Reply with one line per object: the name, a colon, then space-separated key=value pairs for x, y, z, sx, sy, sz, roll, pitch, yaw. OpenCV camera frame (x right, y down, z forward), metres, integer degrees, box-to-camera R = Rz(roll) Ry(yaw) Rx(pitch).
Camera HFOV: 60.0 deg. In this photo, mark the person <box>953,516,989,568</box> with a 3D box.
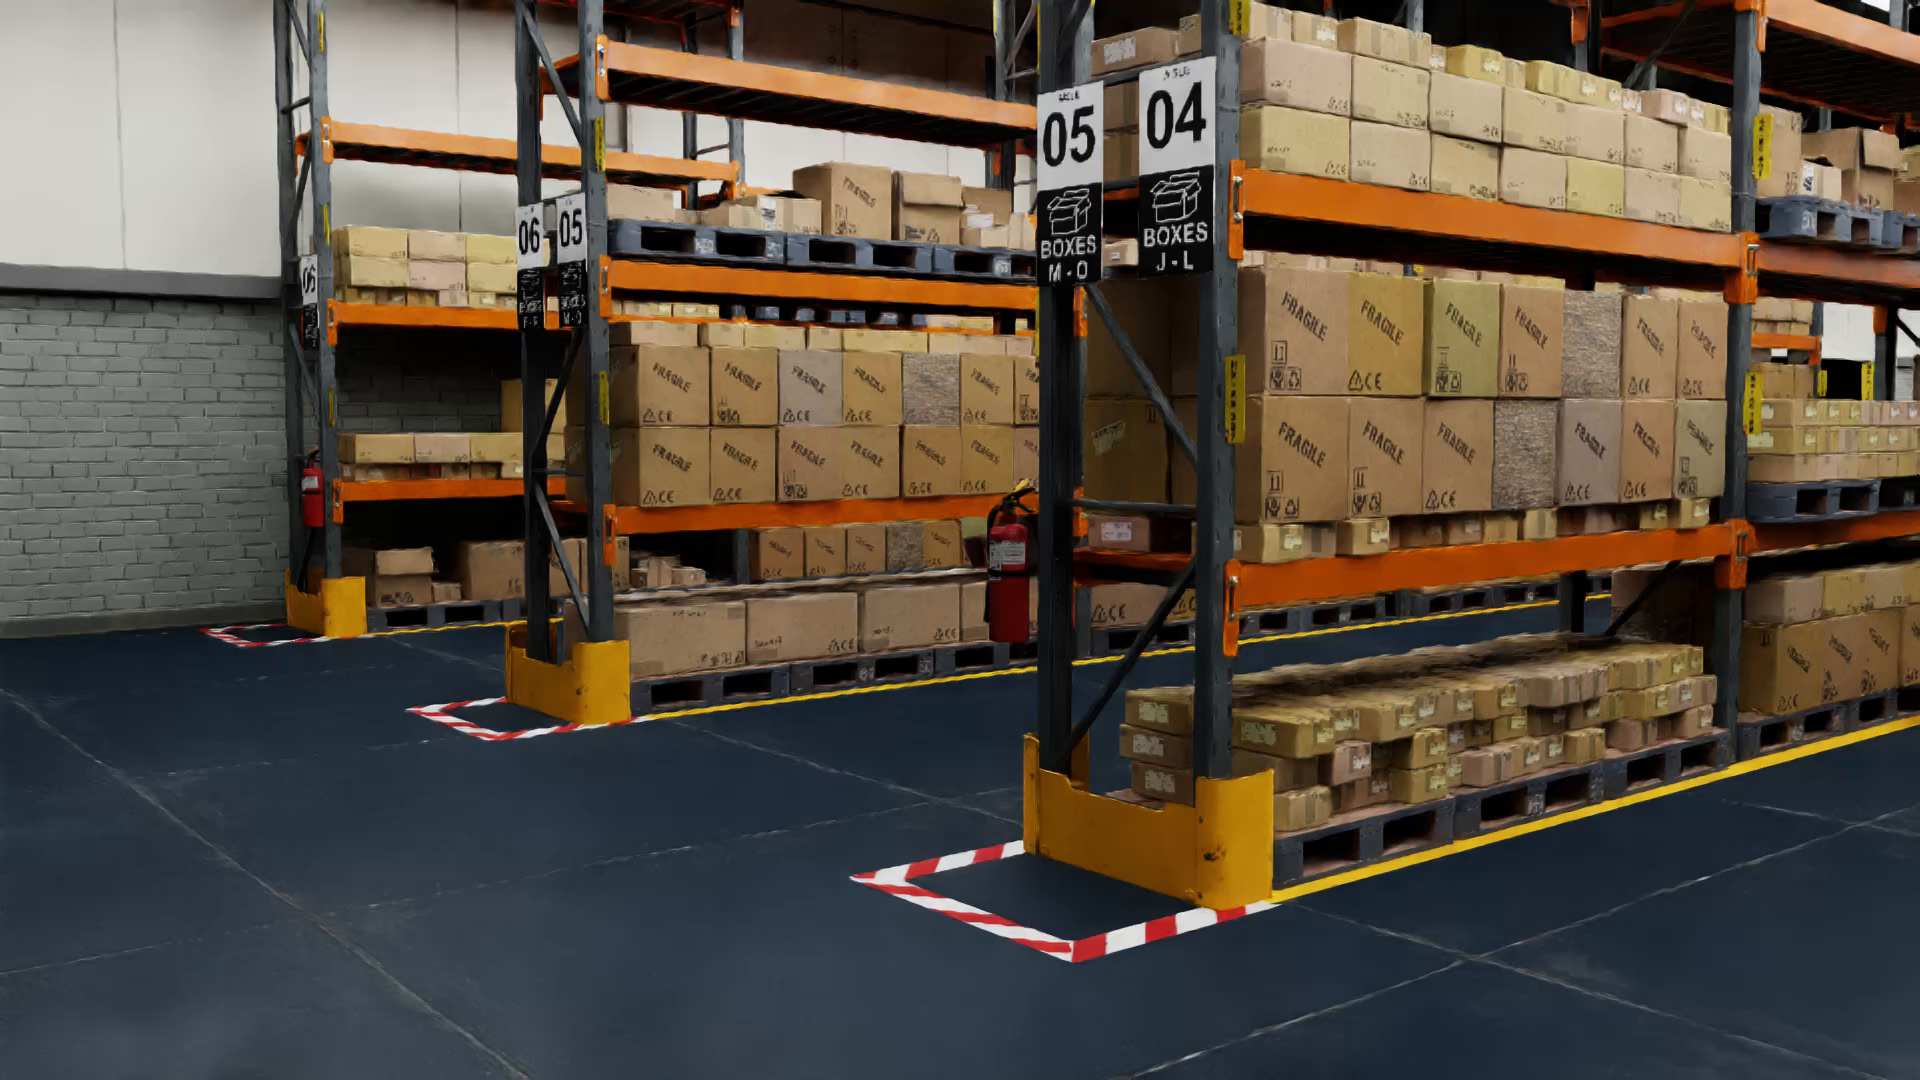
person: x=0.297 y=-0.036 z=14.995 sx=0.836 sy=1.590 sz=0.468 roll=2 pitch=5 yaw=21
